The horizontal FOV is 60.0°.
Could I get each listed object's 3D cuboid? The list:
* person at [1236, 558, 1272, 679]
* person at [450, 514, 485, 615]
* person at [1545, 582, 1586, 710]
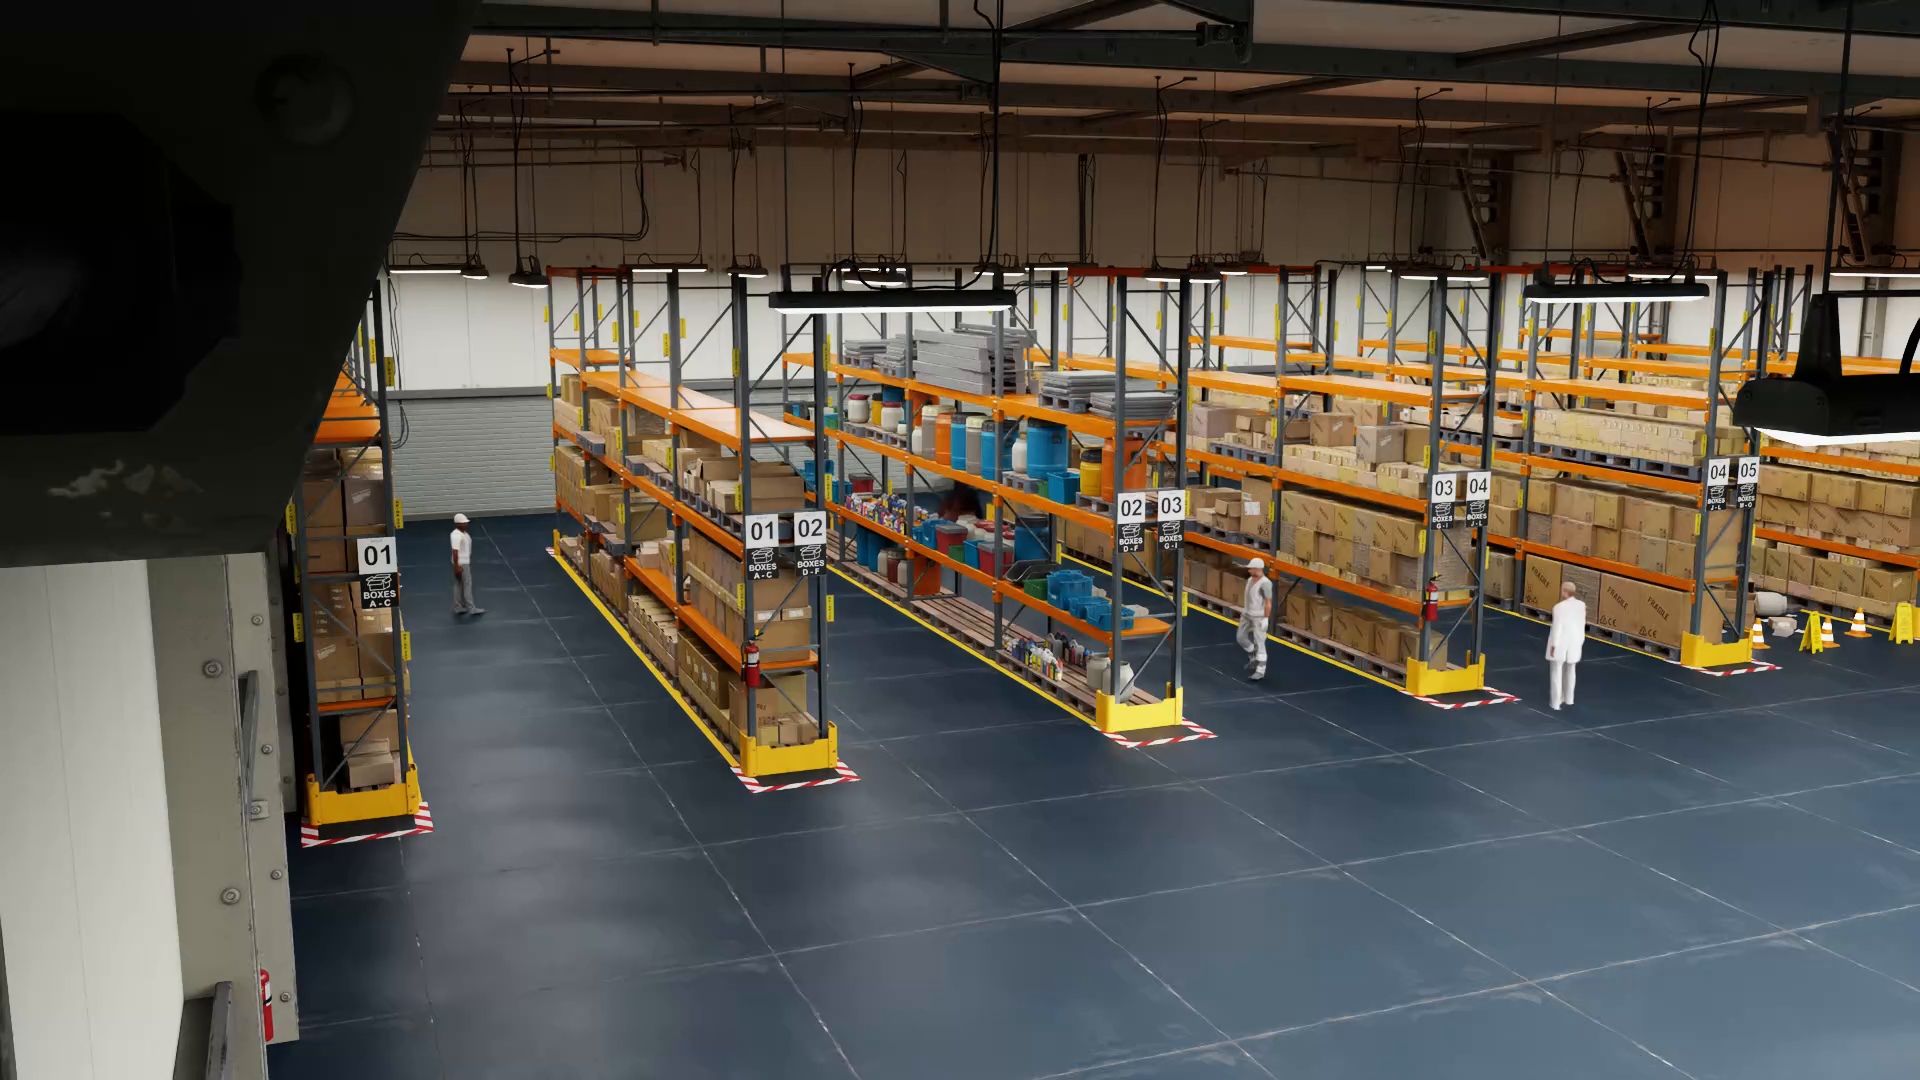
[{"bbox_3d":[4.426,1.146,24.870,0.510,1.789,0.630,-6,12,-31],"label":"person"},{"bbox_3d":[-8.678,0.404,29.224,0.544,1.763,0.575,-4,11,-20],"label":"person"},{"bbox_3d":[8.460,1.494,23.271,0.551,1.666,0.639,0,10,2],"label":"person"}]
